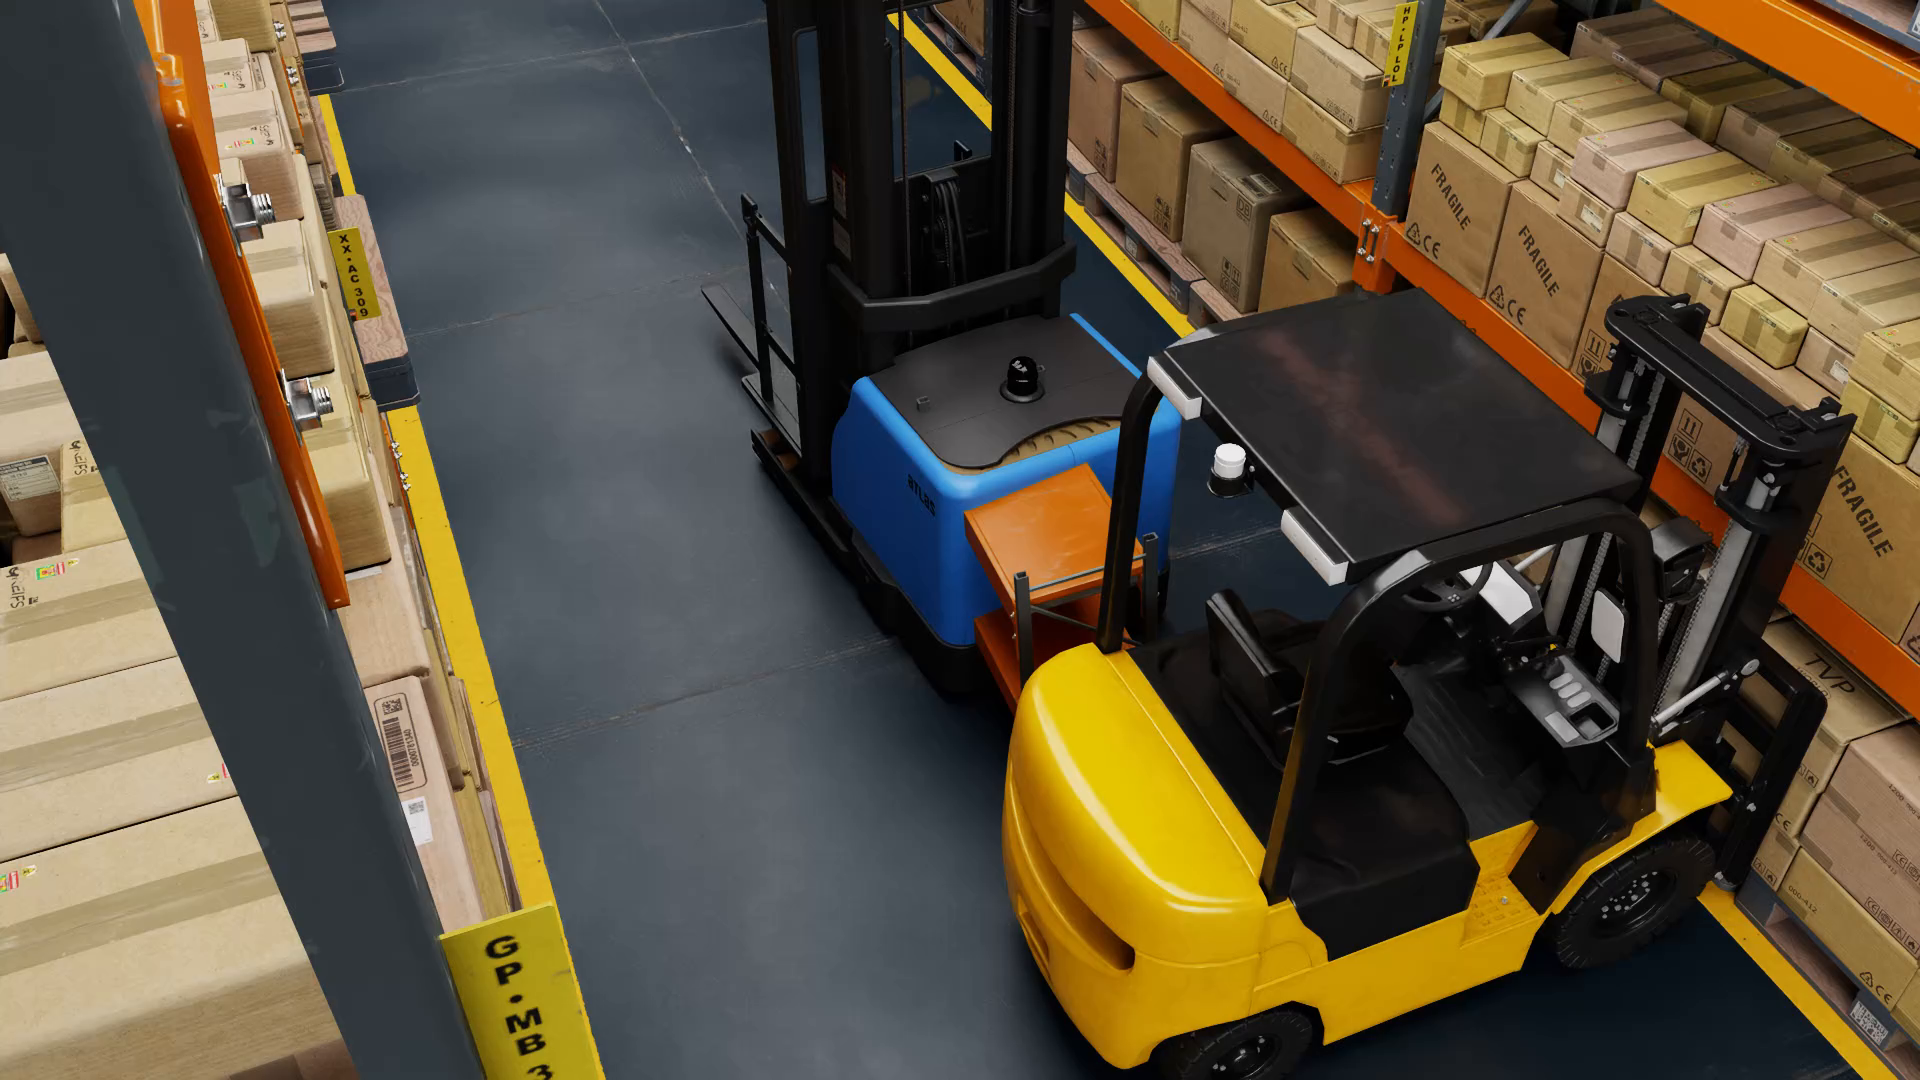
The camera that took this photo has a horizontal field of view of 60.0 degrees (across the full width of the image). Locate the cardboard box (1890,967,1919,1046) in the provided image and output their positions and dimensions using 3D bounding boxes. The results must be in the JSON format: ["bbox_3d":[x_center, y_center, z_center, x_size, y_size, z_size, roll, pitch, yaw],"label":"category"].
[{"bbox_3d":[3.228,1.479,5.016,0.500,0.250,0.500,-15,43,-17],"label":"cardboard box"}]

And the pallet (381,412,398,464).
[{"bbox_3d":[-3.185,-0.517,7.689,1.003,0.211,1.213,-15,43,-17],"label":"pallet"}]

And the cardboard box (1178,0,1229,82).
[{"bbox_3d":[1.375,-2.399,7.855,0.500,0.250,0.500,-15,43,-17],"label":"cardboard box"}]

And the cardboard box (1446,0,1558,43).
[{"bbox_3d":[2.233,-2.159,6.886,0.380,0.149,0.250,-16,43,-18],"label":"cardboard box"}]

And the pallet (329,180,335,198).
[{"bbox_3d":[-3.151,-1.524,6.869,1.003,0.211,1.213,-15,43,-17],"label":"pallet"}]

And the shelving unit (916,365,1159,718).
[{"bbox_3d":[0.285,0.152,6.181,0.538,1.125,1.048,-16,43,-12],"label":"shelving unit"}]

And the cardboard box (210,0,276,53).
[{"bbox_3d":[-1.685,-1.137,3.552,0.380,0.149,0.250,-14,43,-16],"label":"cardboard box"}]

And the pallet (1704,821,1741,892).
[{"bbox_3d":[2.905,0.673,6.305,1.003,0.211,1.213,-15,43,-17],"label":"pallet"}]

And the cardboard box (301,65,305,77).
[{"bbox_3d":[-3.089,-2.104,7.267,0.380,0.149,0.250,-14,43,-16],"label":"cardboard box"}]

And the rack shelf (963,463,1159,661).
[{"bbox_3d":[0.265,-0.064,5.984,0.538,0.278,1.000,-16,43,-12],"label":"rack shelf"}]

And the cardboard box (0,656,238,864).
[{"bbox_3d":[-0.944,0.283,1.901,0.380,0.149,0.250,-15,43,-17],"label":"cardboard box"}]

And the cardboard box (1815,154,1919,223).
[{"bbox_3d":[3.031,-1.110,5.438,0.380,0.149,0.250,-16,43,-17],"label":"cardboard box"}]

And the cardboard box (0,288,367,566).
[{"bbox_3d":[-1.236,-0.133,2.691,0.500,0.250,0.500,-14,43,-16],"label":"cardboard box"}]

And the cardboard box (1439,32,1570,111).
[{"bbox_3d":[2.017,-1.740,6.171,0.380,0.149,0.250,-14,43,-16],"label":"cardboard box"}]

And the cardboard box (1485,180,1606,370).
[{"bbox_3d":[2.312,-1.006,6.042,0.500,0.500,0.500,-14,43,-16],"label":"cardboard box"}]

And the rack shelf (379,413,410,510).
[{"bbox_3d":[-3.181,-1.301,7.014,1.077,0.370,4.000,-15,43,-17],"label":"rack shelf"}]

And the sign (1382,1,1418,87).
[{"bbox_3d":[1.671,-1.878,6.305,0.100,0.325,0.005,-15,43,-17],"label":"sign"}]

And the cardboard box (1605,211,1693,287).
[{"bbox_3d":[2.399,-1.005,5.544,0.380,0.149,0.250,-16,43,-17],"label":"cardboard box"}]

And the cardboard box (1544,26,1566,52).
[{"bbox_3d":[2.212,-2.112,7.137,0.500,0.250,0.500,-16,43,-18],"label":"cardboard box"}]

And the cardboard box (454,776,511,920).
[{"bbox_3d":[-1.207,0.917,3.578,0.500,0.500,0.500,-16,43,-18],"label":"cardboard box"}]

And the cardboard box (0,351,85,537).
[{"bbox_3d":[-1.193,-0.178,2.437,0.380,0.149,0.250,-15,43,-17],"label":"cardboard box"}]

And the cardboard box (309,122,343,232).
[{"bbox_3d":[-2.330,-1.033,5.524,0.500,0.500,0.500,-14,43,-16],"label":"cardboard box"}]

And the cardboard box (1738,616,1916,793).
[{"bbox_3d":[2.832,0.497,5.392,0.500,0.250,0.500,-15,43,-16],"label":"cardboard box"}]

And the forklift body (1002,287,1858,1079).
[{"bbox_3d":[1.288,0.434,5.095,2.313,2.155,1.214,-15,43,-17],"label":"forklift body"}]

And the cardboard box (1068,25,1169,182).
[{"bbox_3d":[1.122,-2.507,9.364,0.875,0.625,0.625,-14,43,-15],"label":"cardboard box"}]

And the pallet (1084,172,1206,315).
[{"bbox_3d":[1.380,-1.723,9.091,1.003,0.211,1.213,-15,43,-17],"label":"pallet"}]

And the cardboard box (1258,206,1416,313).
[{"bbox_3d":[1.959,-1.180,7.821,0.875,0.625,0.625,-13,42,-15],"label":"cardboard box"}]

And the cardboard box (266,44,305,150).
[{"bbox_3d":[-1.804,-1.060,3.768,0.500,0.250,0.500,-16,43,-18],"label":"cardboard box"}]

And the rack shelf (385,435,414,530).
[{"bbox_3d":[-1.650,1.108,4.212,1.077,0.370,4.000,-15,43,-17],"label":"rack shelf"}]

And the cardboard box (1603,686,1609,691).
[{"bbox_3d":[2.644,0.566,6.078,0.500,0.250,0.500,-14,43,-16],"label":"cardboard box"}]

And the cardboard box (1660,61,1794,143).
[{"bbox_3d":[2.742,-1.572,5.975,0.380,0.149,0.250,-15,43,-17],"label":"cardboard box"}]

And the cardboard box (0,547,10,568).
[{"bbox_3d":[-1.724,-0.009,2.546,0.500,0.250,0.500,-14,43,-16],"label":"cardboard box"}]

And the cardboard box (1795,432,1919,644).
[{"bbox_3d":[2.882,-0.092,4.980,0.500,0.500,0.500,-16,43,-18],"label":"cardboard box"}]

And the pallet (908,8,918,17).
[{"bbox_3d":[-0.075,-4.155,11.920,1.003,0.211,1.213,-15,43,-17],"label":"pallet"}]

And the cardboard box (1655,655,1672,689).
[{"bbox_3d":[2.638,0.366,5.928,0.500,0.250,0.500,-15,43,-17],"label":"cardboard box"}]

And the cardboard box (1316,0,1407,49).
[{"bbox_3d":[1.718,-2.195,6.928,0.380,0.149,0.250,-16,43,-17],"label":"cardboard box"}]

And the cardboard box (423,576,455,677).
[{"bbox_3d":[-1.941,0.519,5.557,0.500,0.500,0.500,-16,43,-17],"label":"cardboard box"}]

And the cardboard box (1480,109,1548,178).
[{"bbox_3d":[2.149,-1.480,6.097,0.380,0.149,0.250,-14,43,-16],"label":"cardboard box"}]

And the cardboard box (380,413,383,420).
[{"bbox_3d":[-2.897,-0.280,6.968,0.950,0.372,0.625,-13,42,-14],"label":"cardboard box"}]

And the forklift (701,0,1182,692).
[{"bbox_3d":[-0.298,-1.472,6.714,1.130,2.935,3.031,-19,44,-21],"label":"forklift"}]

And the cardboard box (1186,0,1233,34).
[{"bbox_3d":[1.351,-2.592,7.695,0.500,0.250,0.500,-14,43,-16],"label":"cardboard box"}]

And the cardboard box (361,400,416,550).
[{"bbox_3d":[-1.812,-0.006,4.651,0.500,0.500,0.500,-14,43,-15],"label":"cardboard box"}]

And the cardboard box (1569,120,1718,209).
[{"bbox_3d":[2.310,-1.273,5.628,0.380,0.149,0.250,-14,43,-16],"label":"cardboard box"}]

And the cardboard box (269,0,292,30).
[{"bbox_3d":[-2.905,-1.943,6.582,0.500,0.500,0.500,-17,43,-19],"label":"cardboard box"}]

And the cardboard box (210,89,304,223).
[{"bbox_3d":[-1.411,-0.667,3.006,0.380,0.149,0.250,-15,43,-16],"label":"cardboard box"}]

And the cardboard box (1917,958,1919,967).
[{"bbox_3d":[3.224,1.278,4.866,0.500,0.250,0.500,-16,43,-17],"label":"cardboard box"}]

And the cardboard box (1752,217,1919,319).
[{"bbox_3d":[2.695,-0.838,5.122,0.380,0.149,0.250,-15,43,-17],"label":"cardboard box"}]

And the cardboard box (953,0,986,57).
[{"bbox_3d":[0.278,-3.432,10.535,0.500,0.500,0.500,-14,43,-16],"label":"cardboard box"}]

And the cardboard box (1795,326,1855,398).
[{"bbox_3d":[2.782,-0.563,5.029,0.380,0.149,0.250,-15,43,-17],"label":"cardboard box"}]

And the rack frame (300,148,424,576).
[{"bbox_3d":[-2.415,-0.369,5.379,1.000,3.000,0.127,-15,43,-17],"label":"rack frame"}]
